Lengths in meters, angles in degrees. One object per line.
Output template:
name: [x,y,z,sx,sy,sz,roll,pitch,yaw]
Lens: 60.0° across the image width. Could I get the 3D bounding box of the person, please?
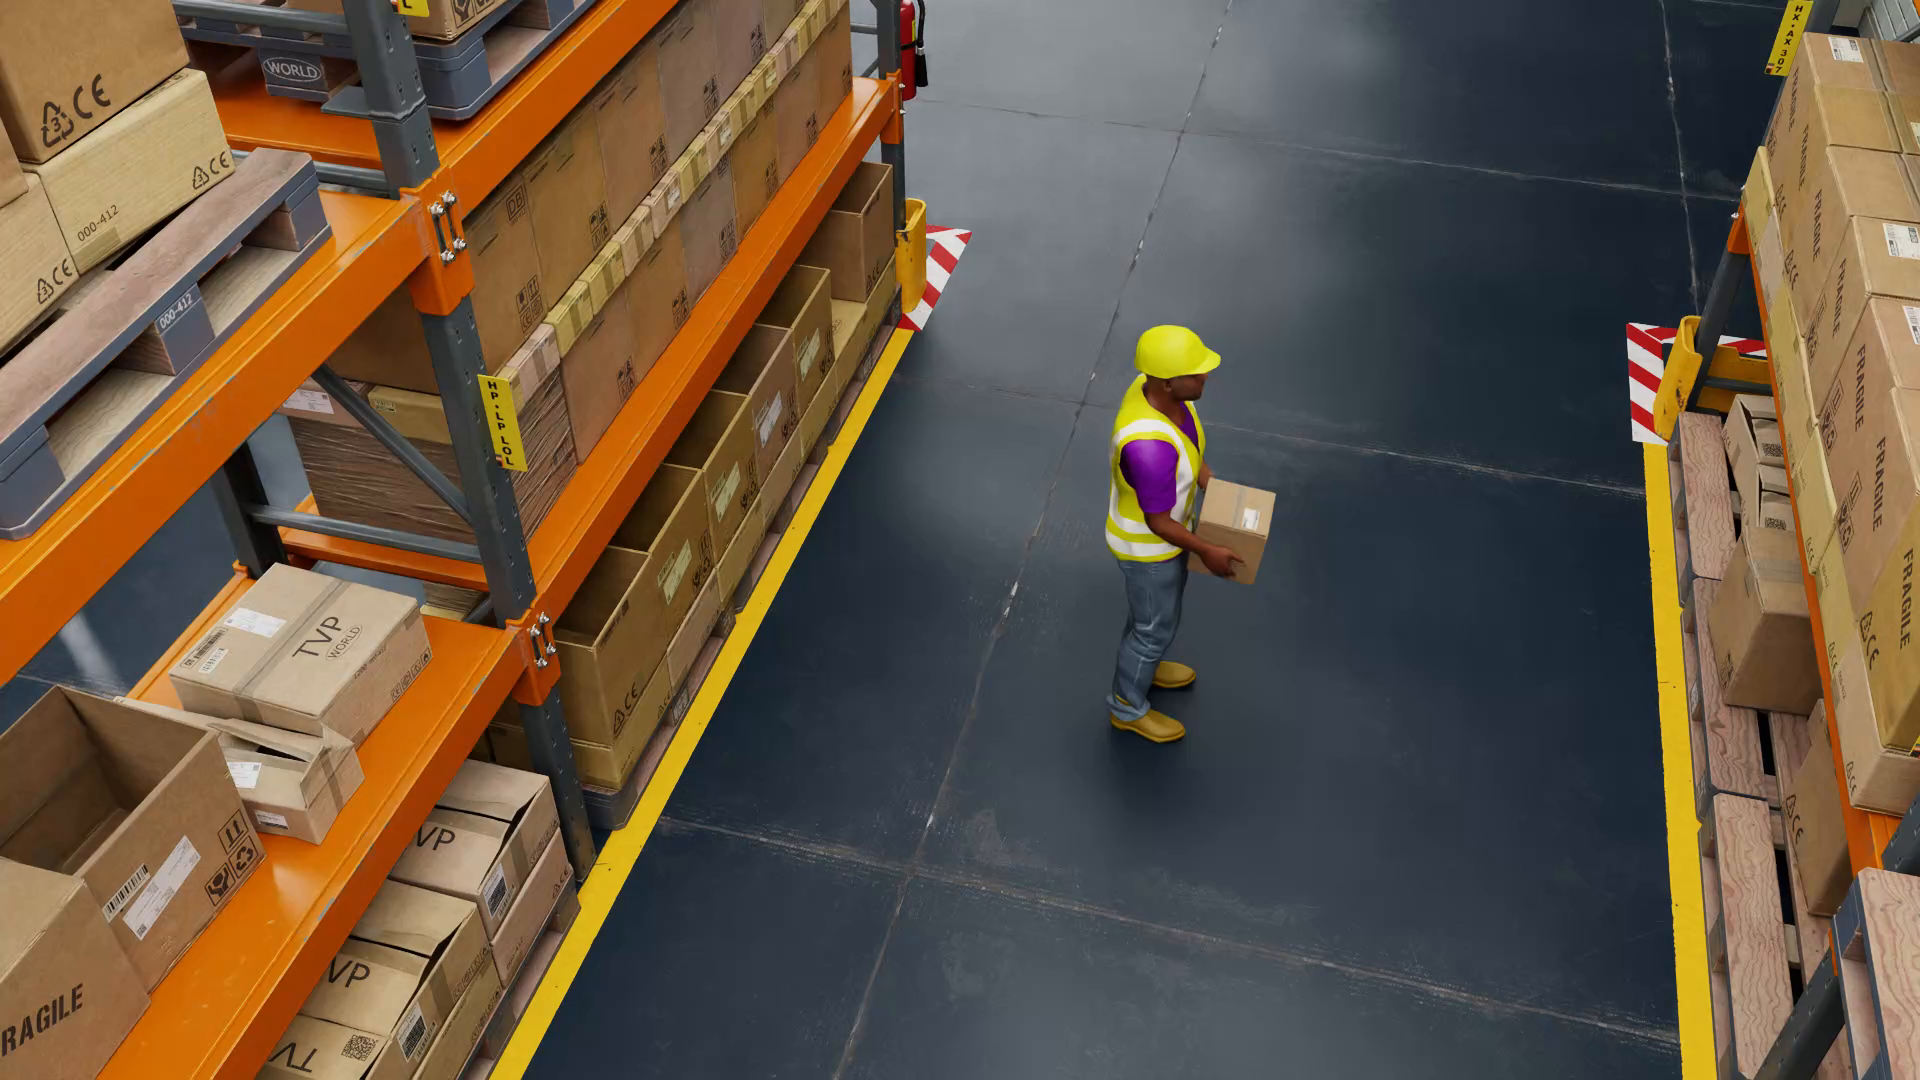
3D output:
person: [0.802,-0.021,6.163,0.532,1.769,0.553,10,42,11]
